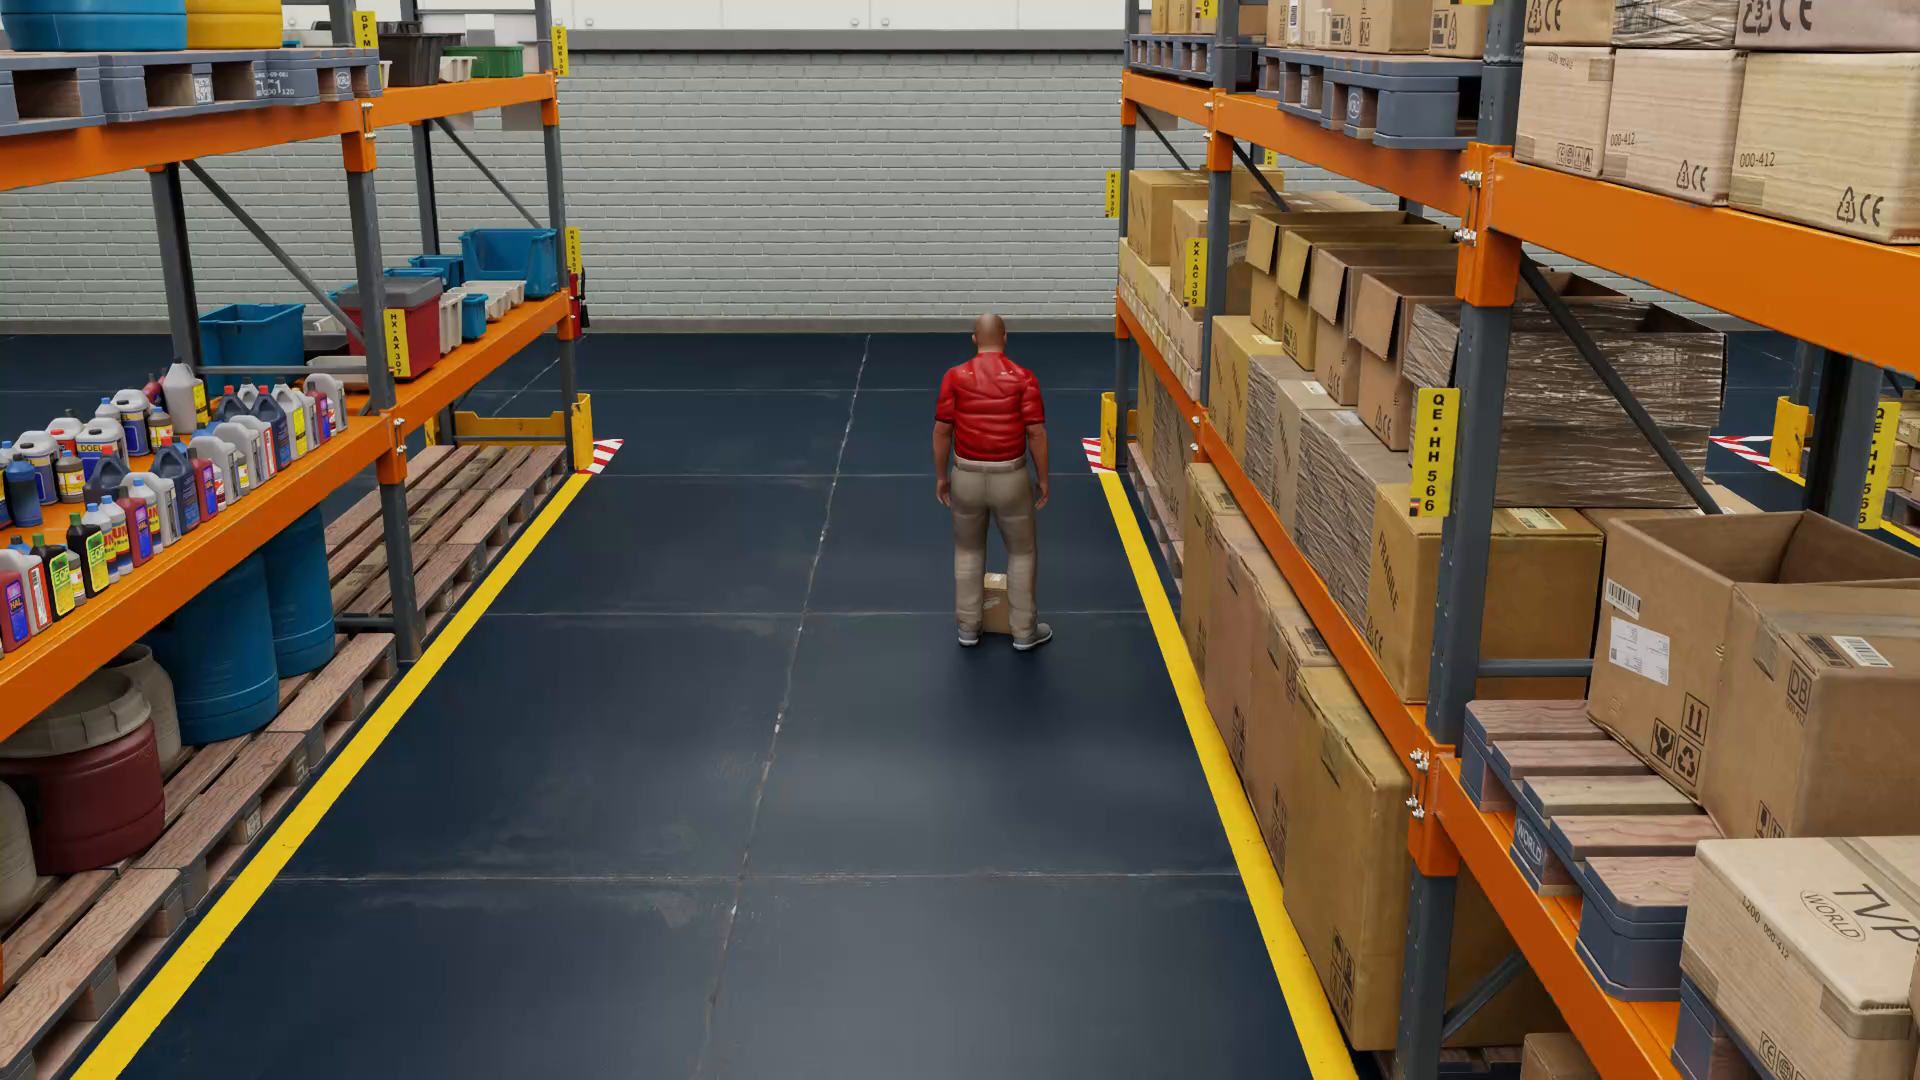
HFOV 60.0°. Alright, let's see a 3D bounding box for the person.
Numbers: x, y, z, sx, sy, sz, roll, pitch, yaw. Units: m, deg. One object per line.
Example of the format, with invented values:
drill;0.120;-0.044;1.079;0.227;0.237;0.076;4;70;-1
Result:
person;0.169;-0.294;8.529;0.606;1.727;0.394;4;17;11
